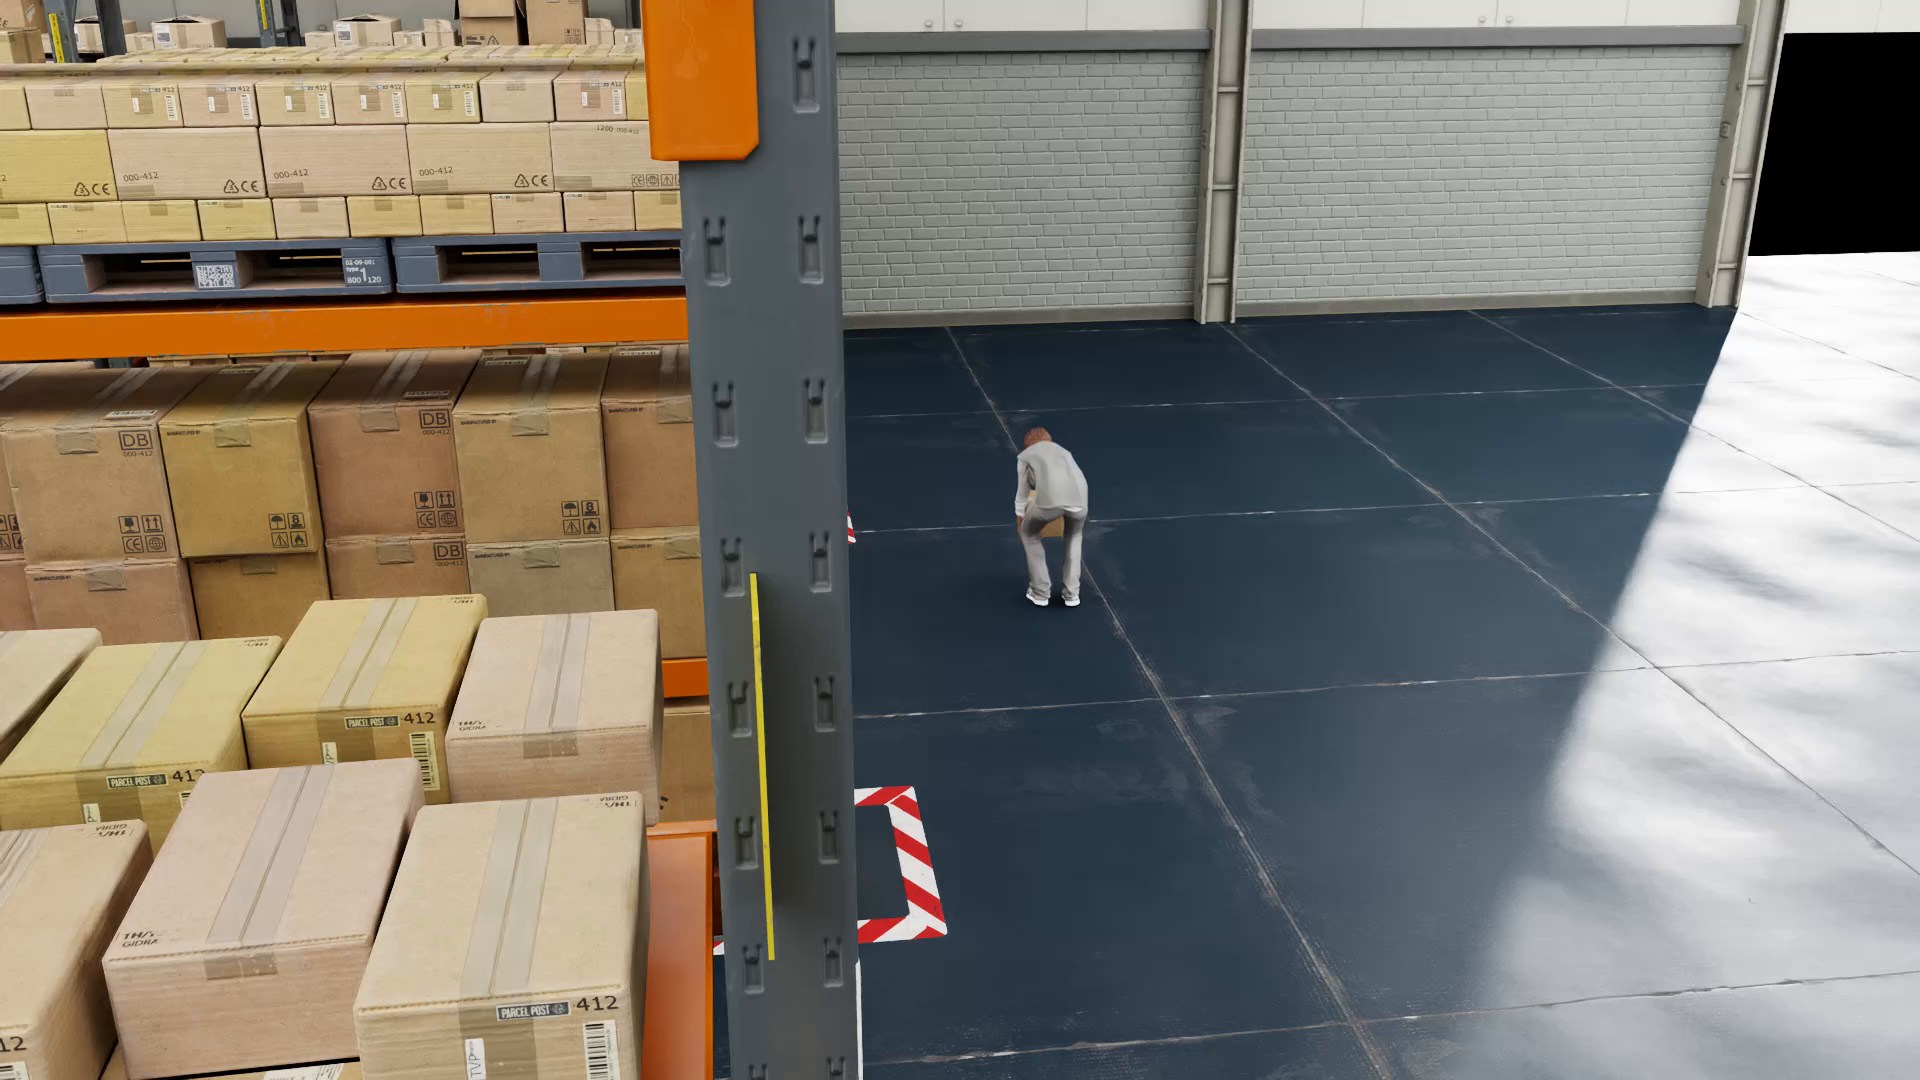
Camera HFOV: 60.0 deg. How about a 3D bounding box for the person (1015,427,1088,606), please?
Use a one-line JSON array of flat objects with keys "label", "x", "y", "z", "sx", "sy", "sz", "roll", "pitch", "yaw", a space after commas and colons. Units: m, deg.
[{"label": "person", "x": 0.581, "y": -0.140, "z": 10.776, "sx": 0.407, "sy": 1.039, "sz": 0.855, "roll": -4, "pitch": 21, "yaw": -10}]
